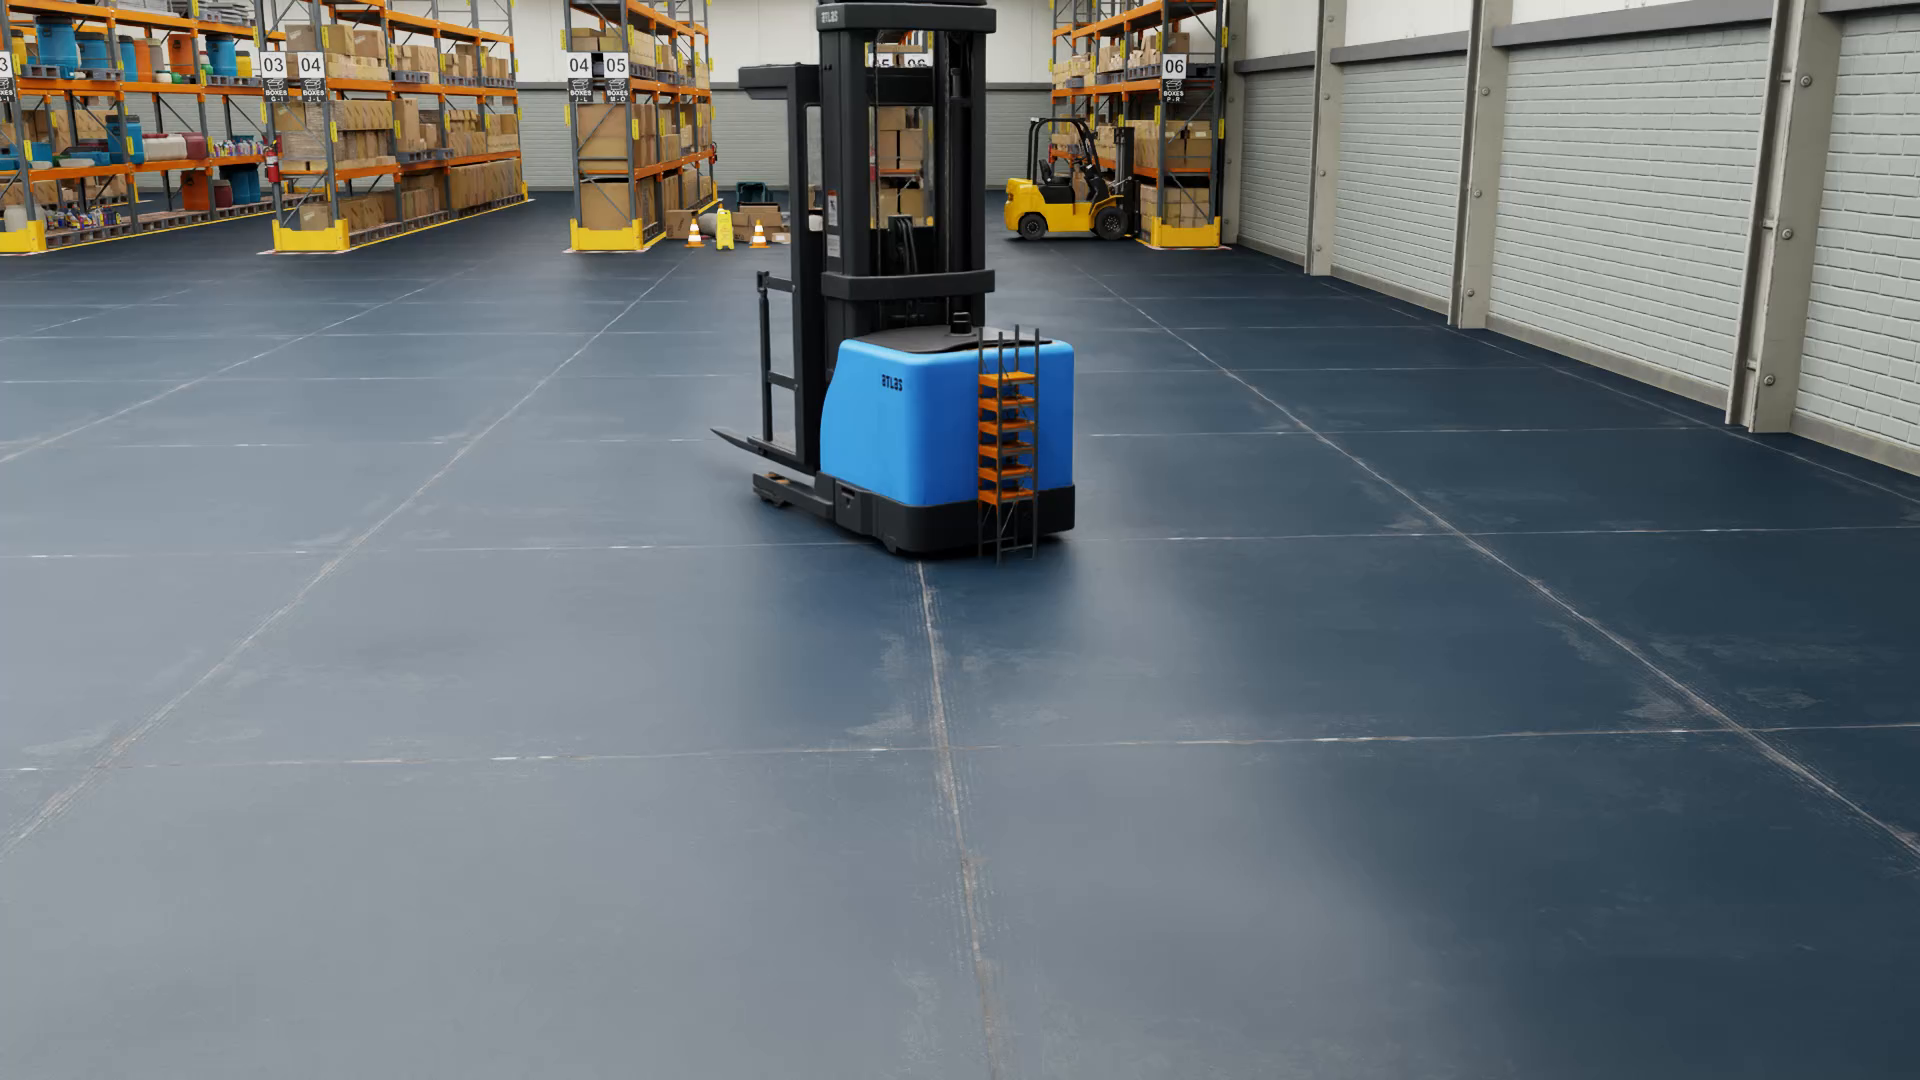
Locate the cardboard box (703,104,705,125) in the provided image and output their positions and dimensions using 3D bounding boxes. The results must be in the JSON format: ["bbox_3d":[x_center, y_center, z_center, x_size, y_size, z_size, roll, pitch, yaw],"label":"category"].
[{"bbox_3d":[-6.583,-10.552,41.215,0.500,0.500,0.500,-1,14,-5],"label":"cardboard box"}]

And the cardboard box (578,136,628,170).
[{"bbox_3d":[-6.045,-6.557,28.191,0.875,0.550,0.550,-1,14,-3],"label":"cardboard box"}]

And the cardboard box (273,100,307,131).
[{"bbox_3d":[-11.214,-7.151,27.997,0.500,0.500,0.500,-1,14,-3],"label":"cardboard box"}]

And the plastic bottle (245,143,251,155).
[{"bbox_3d":[-16.219,-8.880,37.769,0.152,0.276,0.135,-1,14,-3],"label":"plastic bottle"}]

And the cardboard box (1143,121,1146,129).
[{"bbox_3d":[3.500,-7.481,29.981,0.380,0.149,0.250,-1,14,-2],"label":"cardboard box"}]

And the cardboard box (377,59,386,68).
[{"bbox_3d":[-10.873,-8.833,30.819,0.380,0.149,0.250,0,14,-2],"label":"cardboard box"}]

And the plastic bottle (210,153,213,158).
[{"bbox_3d":[-16.077,-8.307,35.543,0.152,0.276,0.135,-1,14,-3],"label":"plastic bottle"}]

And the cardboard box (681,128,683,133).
[{"bbox_3d":[-6.372,-9.131,36.964,0.380,0.149,0.250,0,14,-1],"label":"cardboard box"}]

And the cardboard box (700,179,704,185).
[{"bbox_3d":[-6.531,-8.838,41.040,0.380,0.149,0.250,-1,14,-2],"label":"cardboard box"}]

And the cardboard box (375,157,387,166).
[{"bbox_3d":[-10.786,-6.980,30.639,0.380,0.149,0.250,-1,14,-3],"label":"cardboard box"}]

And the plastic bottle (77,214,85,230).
[{"bbox_3d":[-15.674,-5.675,29.632,0.061,0.283,0.133,-1,14,-3],"label":"plastic bottle"}]

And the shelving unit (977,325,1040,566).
[{"bbox_3d":[0.246,-0.482,8.492,0.258,1.200,0.189,-9,17,-30],"label":"shelving unit"}]

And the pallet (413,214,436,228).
[{"bbox_3d":[-11.310,-6.484,33.802,1.003,0.211,1.213,-1,14,-3],"label":"pallet"}]

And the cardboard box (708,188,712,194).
[{"bbox_3d":[-6.610,-9.005,42.884,0.380,0.149,0.250,0,14,-2],"label":"cardboard box"}]

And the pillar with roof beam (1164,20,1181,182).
[{"bbox_3d":[0.099,-11.090,34.071,9.100,9.000,0.400,-1,14,-3],"label":"pillar with roof beam"}]

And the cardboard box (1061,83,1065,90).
[{"bbox_3d":[2.726,-11.355,41.623,0.380,0.149,0.250,-1,14,-2],"label":"cardboard box"}]

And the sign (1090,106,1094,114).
[{"bbox_3d":[3.475,-11.269,43.846,0.100,0.325,0.005,-1,14,-3],"label":"sign"}]

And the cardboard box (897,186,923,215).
[{"bbox_3d":[-0.855,-6.070,29.770,0.500,0.500,0.500,-1,14,-6],"label":"cardboard box"}]

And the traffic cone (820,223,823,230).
[{"bbox_3d":[-2.357,-5.353,28.903,0.336,0.463,0.334,-1,14,-3],"label":"traffic cone"}]

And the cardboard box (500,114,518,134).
[{"bbox_3d":[-11.632,-10.638,42.553,0.500,0.500,0.500,-1,14,-3],"label":"cardboard box"}]

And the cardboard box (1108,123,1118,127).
[{"bbox_3d":[3.540,-8.944,36.725,0.500,0.500,0.500,0,14,-1],"label":"cardboard box"}]

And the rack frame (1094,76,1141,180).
[{"bbox_3d":[3.416,-8.562,36.283,1.000,3.000,0.127,-1,14,-3],"label":"rack frame"}]

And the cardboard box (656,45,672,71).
[{"bbox_3d":[-6.085,-9.708,33.472,0.500,0.500,0.500,-1,14,-3],"label":"cardboard box"}]

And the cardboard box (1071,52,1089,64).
[{"bbox_3d":[2.838,-11.404,39.341,0.396,0.266,0.258,-1,14,-4],"label":"cardboard box"}]

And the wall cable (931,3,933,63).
[{"bbox_3d":[-1.917,-14.800,48.491,2.355,3.000,0.029,-1,14,-3],"label":"wall cable"}]

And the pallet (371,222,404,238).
[{"bbox_3d":[-11.104,-5.820,31.221,1.003,0.211,1.213,-1,14,-3],"label":"pallet"}]

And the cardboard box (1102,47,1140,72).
[{"bbox_3d":[3.349,-10.007,34.635,0.700,0.500,0.500,-1,14,-5],"label":"cardboard box"}]

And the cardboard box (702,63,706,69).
[{"bbox_3d":[-6.596,-11.919,41.808,0.380,0.149,0.250,-1,14,-3],"label":"cardboard box"}]

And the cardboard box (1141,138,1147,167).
[{"bbox_3d":[3.564,-6.996,29.995,0.500,0.500,0.500,-1,14,-4],"label":"cardboard box"}]

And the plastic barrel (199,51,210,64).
[{"bbox_3d":[-16.633,-10.415,36.351,0.433,0.535,0.433,0,14,0],"label":"plastic barrel"}]

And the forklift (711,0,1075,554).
[{"bbox_3d":[-0.578,-1.666,9.621,1.130,2.935,3.031,-9,17,-30],"label":"forklift"}]

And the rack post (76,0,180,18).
[{"bbox_3d":[-16.333,-10.751,32.349,1.013,1.000,3.121,-1,14,-3],"label":"rack post"}]

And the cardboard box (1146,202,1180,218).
[{"bbox_3d":[3.569,-5.802,29.230,0.500,0.250,0.500,-1,14,-4],"label":"cardboard box"}]

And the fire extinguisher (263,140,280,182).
[{"bbox_3d":[-11.386,-6.269,27.525,0.296,0.674,0.183,-1,14,-3],"label":"fire extinguisher"}]

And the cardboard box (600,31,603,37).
[{"bbox_3d":[-6.415,-8.757,28.882,0.380,0.149,0.250,-1,14,-4],"label":"cardboard box"}]

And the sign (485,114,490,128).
[{"bbox_3d":[-11.136,-9.859,39.161,0.100,0.325,0.005,-1,14,-3],"label":"sign"}]

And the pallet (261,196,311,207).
[{"bbox_3d":[-16.783,-8.386,41.194,1.003,0.211,1.213,-1,14,-3],"label":"pallet"}]

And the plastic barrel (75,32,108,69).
[{"bbox_3d":[-16.373,-9.079,31.266,0.600,0.901,0.708,-1,14,-3],"label":"plastic barrel"}]

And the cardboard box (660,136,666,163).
[{"bbox_3d":[-5.989,-7.571,32.232,0.500,0.500,0.500,-1,14,-3],"label":"cardboard box"}]

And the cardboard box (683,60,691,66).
[{"bbox_3d":[-6.496,-11.269,39.282,0.380,0.149,0.250,-1,14,-4],"label":"cardboard box"}]

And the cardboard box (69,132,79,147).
[{"bbox_3d":[-21.359,-9.481,39.654,0.500,0.500,0.500,-1,14,-2],"label":"cardboard box"}]

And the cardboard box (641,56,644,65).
[{"bbox_3d":[-5.773,-8.443,29.263,0.380,0.149,0.250,-1,14,-3],"label":"cardboard box"}]

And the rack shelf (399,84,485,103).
[{"bbox_3d":[-11.553,-9.933,37.036,1.077,0.370,4.000,-1,14,-3],"label":"rack shelf"}]

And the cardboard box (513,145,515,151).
[{"bbox_3d":[-11.542,-9.988,42.331,0.380,0.149,0.250,-1,14,-3],"label":"cardboard box"}]

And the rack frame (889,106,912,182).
[{"bbox_3d":[-1.538,-8.484,35.981,1.000,3.000,0.127,-1,14,-3],"label":"rack frame"}]

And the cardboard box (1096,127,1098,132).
[{"bbox_3d":[3.142,-8.841,35.864,0.380,0.149,0.250,0,14,-2],"label":"cardboard box"}]

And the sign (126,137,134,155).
[{"bbox_3d":[-15.575,-7.400,31.211,0.100,0.325,0.005,-1,14,-3],"label":"sign"}]

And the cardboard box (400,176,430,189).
[{"bbox_3d":[-11.315,-7.399,34.392,0.500,0.250,0.500,1,14,3],"label":"cardboard box"}]

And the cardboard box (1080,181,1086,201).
[{"bbox_3d":[3.069,-8.040,38.429,0.500,0.500,0.500,-1,14,-5],"label":"cardboard box"}]

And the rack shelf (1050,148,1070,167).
[{"bbox_3d":[3.044,-9.706,42.172,1.077,0.370,4.000,-1,14,-3],"label":"rack shelf"}]

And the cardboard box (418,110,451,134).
[{"bbox_3d":[-11.458,-9.048,35.957,0.797,0.503,0.637,0,14,-2],"label":"cardboard box"}]

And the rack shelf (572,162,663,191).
[{"bbox_3d":[-6.101,-6.542,29.877,1.077,0.370,4.000,-1,14,-3],"label":"rack shelf"}]
